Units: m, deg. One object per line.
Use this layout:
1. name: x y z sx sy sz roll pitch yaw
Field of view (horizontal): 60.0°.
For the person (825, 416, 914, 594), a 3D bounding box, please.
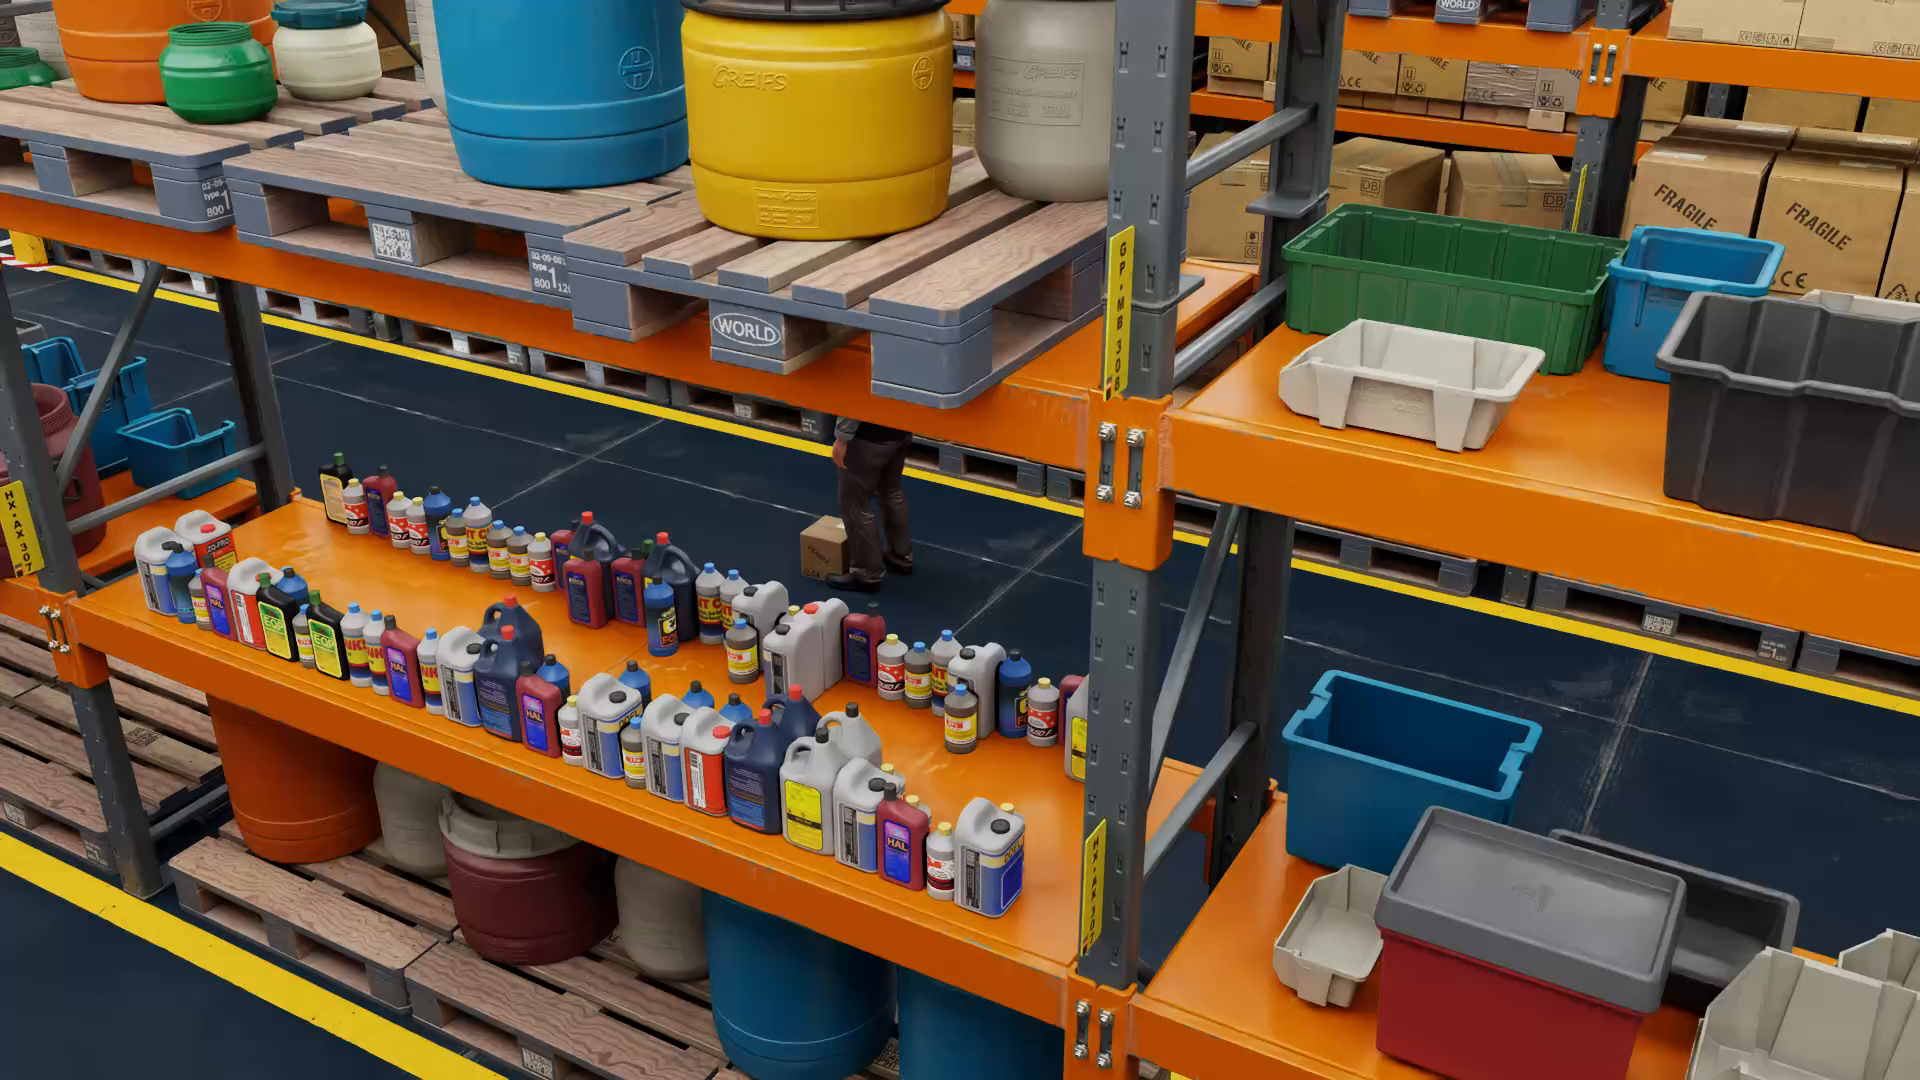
1. person: -0.439 -0.550 8.250 0.465 1.722 0.591 13 29 24
